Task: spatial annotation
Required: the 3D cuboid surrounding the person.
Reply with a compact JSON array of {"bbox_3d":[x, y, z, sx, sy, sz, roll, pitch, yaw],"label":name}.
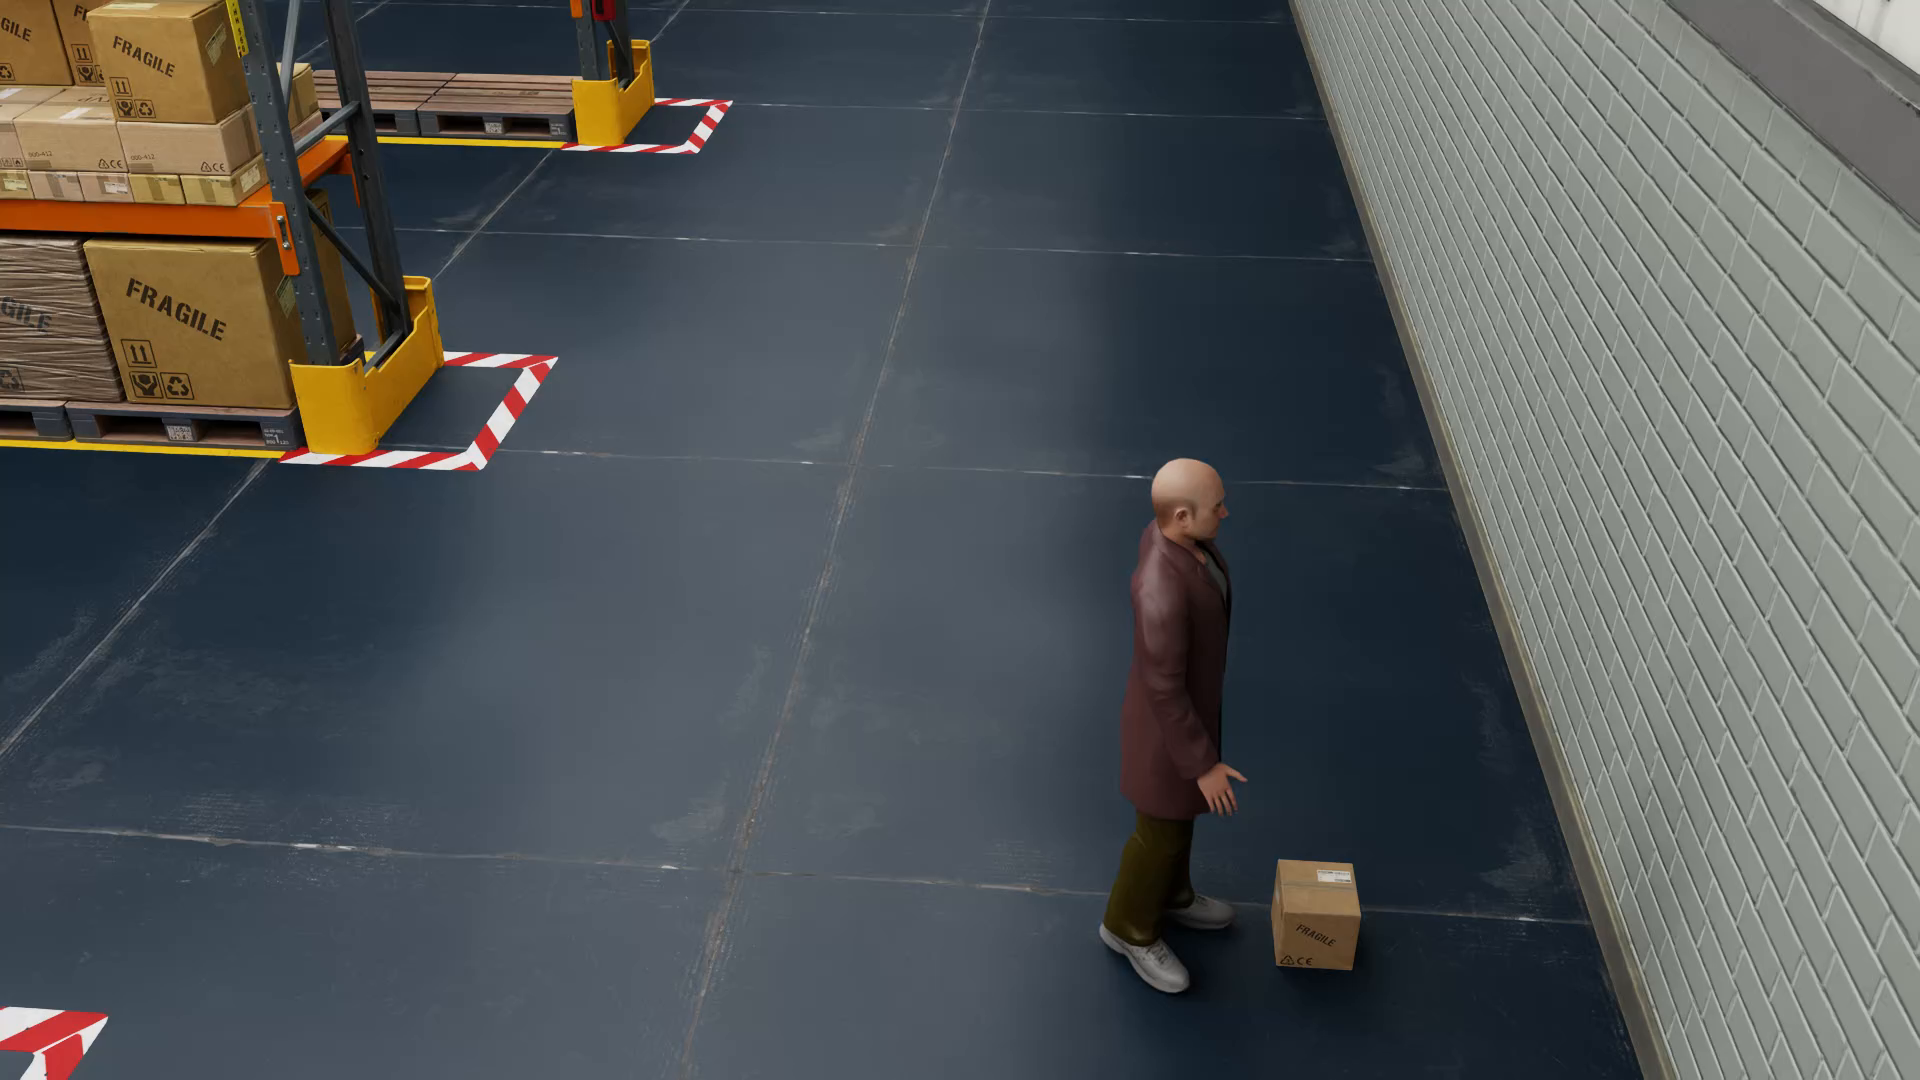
[{"bbox_3d":[0.698,0.577,5.161,0.441,1.795,0.672,7,32,11],"label":"person"}]
